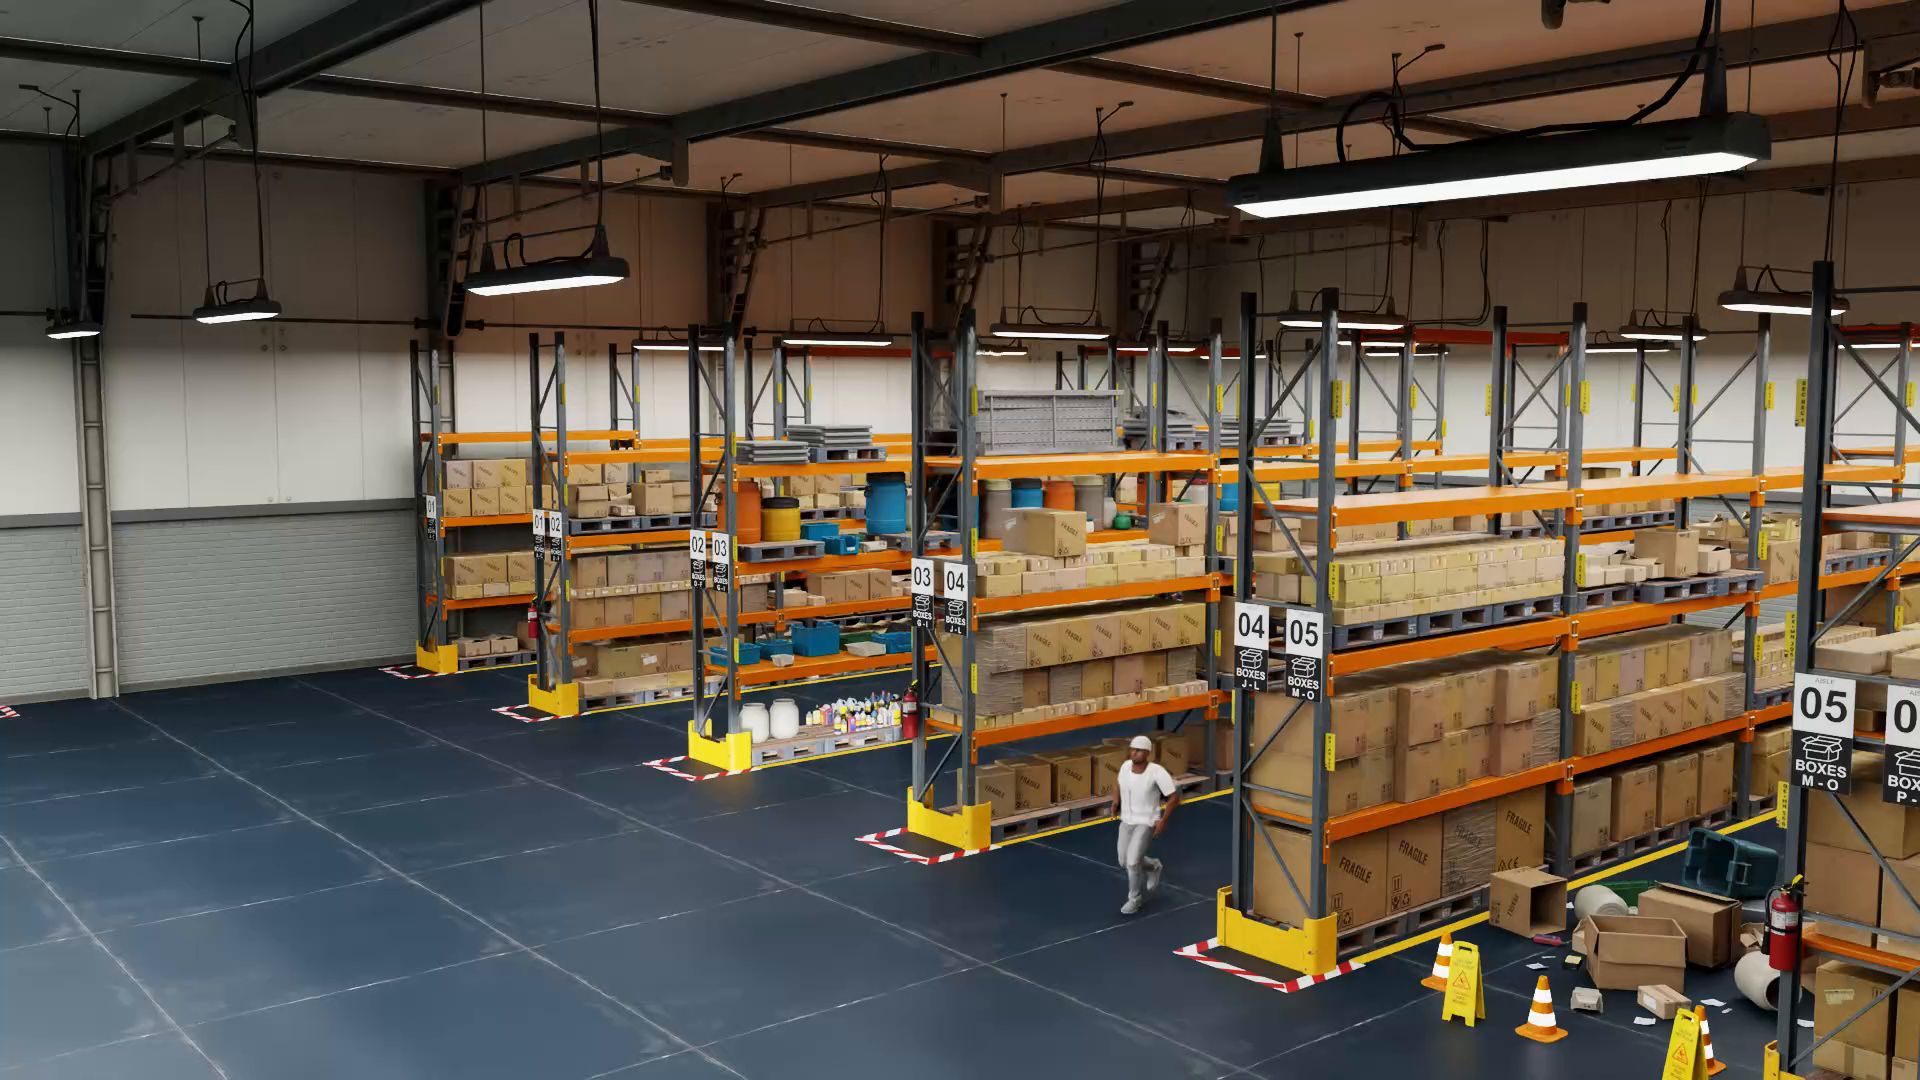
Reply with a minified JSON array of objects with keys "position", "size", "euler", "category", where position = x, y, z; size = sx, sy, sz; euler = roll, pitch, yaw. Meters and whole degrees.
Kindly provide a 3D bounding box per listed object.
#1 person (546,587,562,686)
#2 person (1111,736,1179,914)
[{"position":[-6.855,1.666,28.813],"size":[0.559,1.713,0.819],"euler":[4,7,40],"category":"person"},{"position":[1.808,2.791,16.494],"size":[0.655,1.735,0.735],"euler":[-5,7,-42],"category":"person"}]
